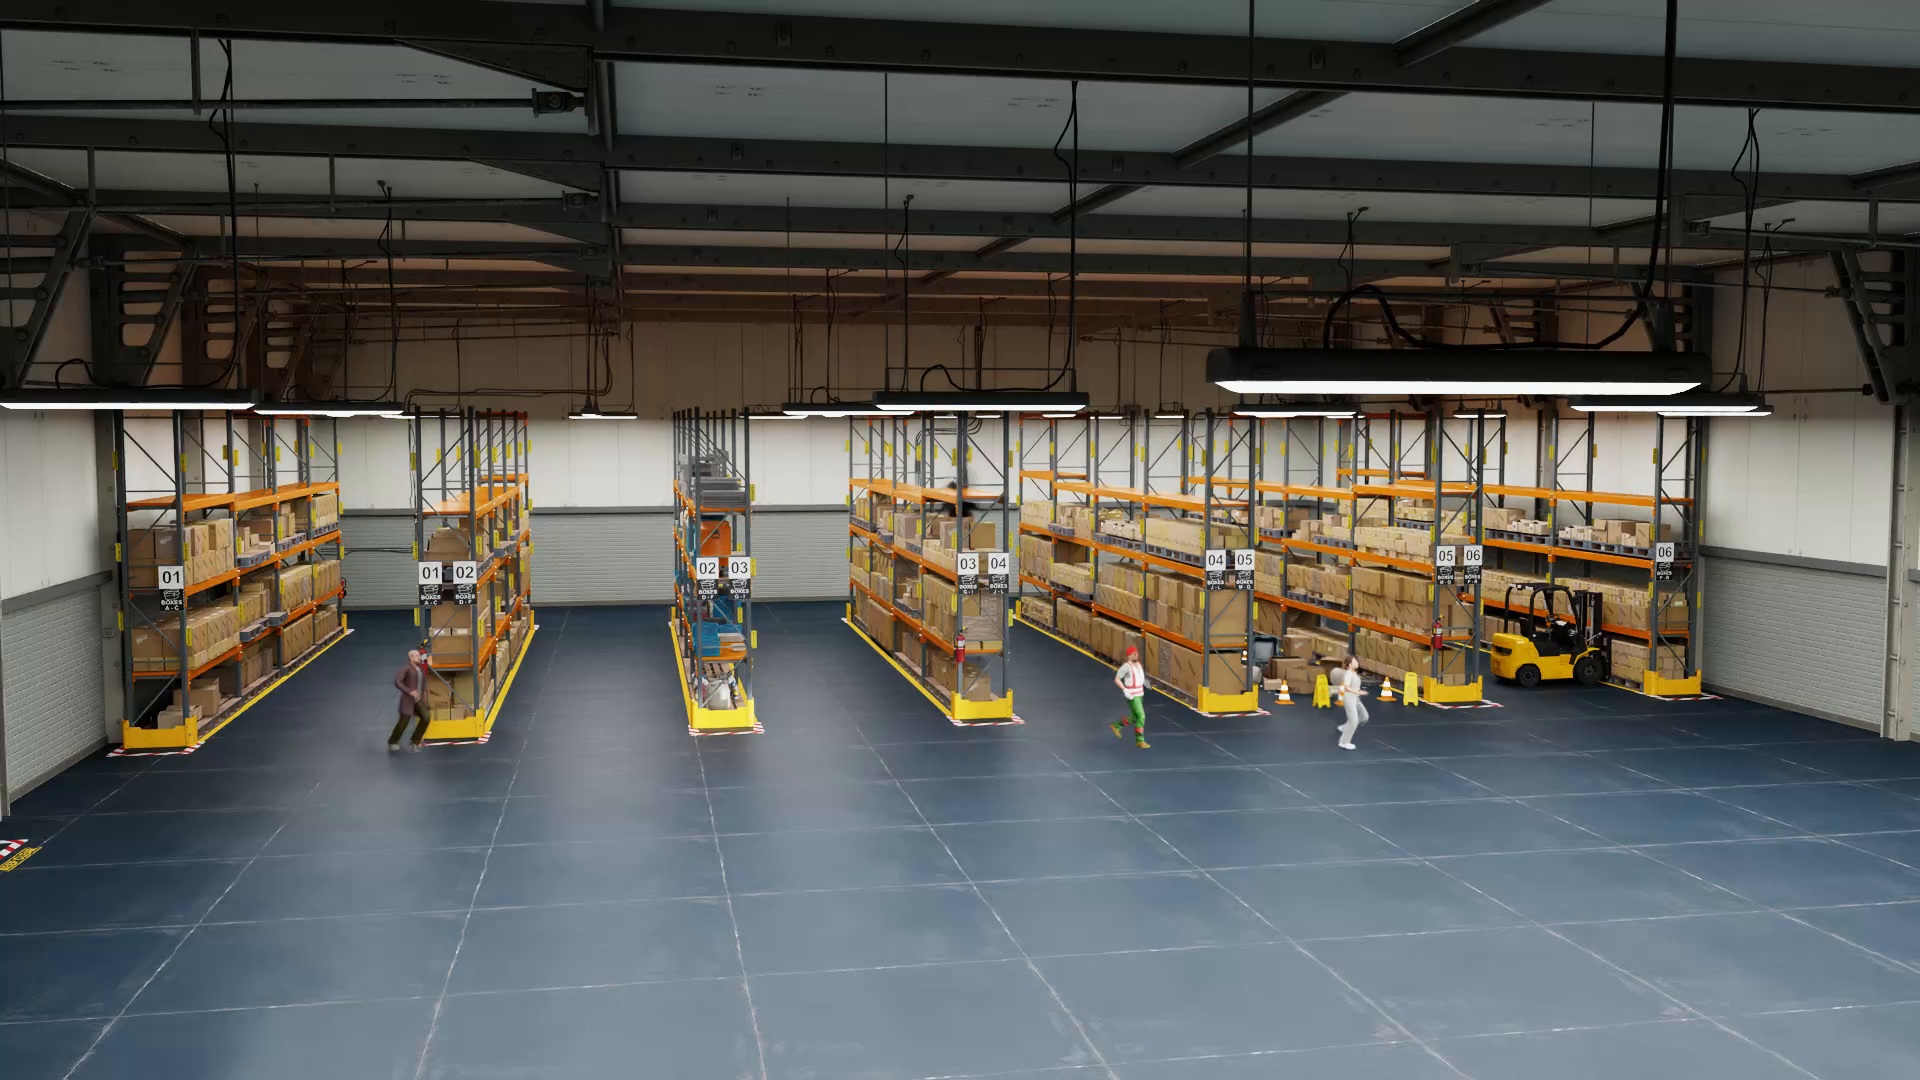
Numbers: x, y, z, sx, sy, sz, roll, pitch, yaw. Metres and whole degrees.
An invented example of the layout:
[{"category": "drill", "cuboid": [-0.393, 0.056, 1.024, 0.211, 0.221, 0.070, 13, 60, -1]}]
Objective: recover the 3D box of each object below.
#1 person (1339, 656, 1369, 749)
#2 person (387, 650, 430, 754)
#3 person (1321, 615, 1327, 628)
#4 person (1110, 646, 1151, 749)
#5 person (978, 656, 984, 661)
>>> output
[{"category": "person", "cuboid": [6.888, 2.833, 29.097, 0.542, 1.640, 0.612, 2, 5, 27]}, {"category": "person", "cuboid": [-9.519, 2.809, 28.905, 0.728, 1.790, 0.771, 2, 5, 29]}, {"category": "person", "cuboid": [9.636, 1.725, 43.992, 0.672, 1.769, 0.710, -1, 4, -12]}, {"category": "person", "cuboid": [3.022, 2.758, 29.364, 0.816, 1.779, 0.646, 3, 5, 35]}, {"category": "person", "cuboid": [0.509, 2.068, 40.105, 0.587, 1.663, 0.733, -1, 4, -7]}]
